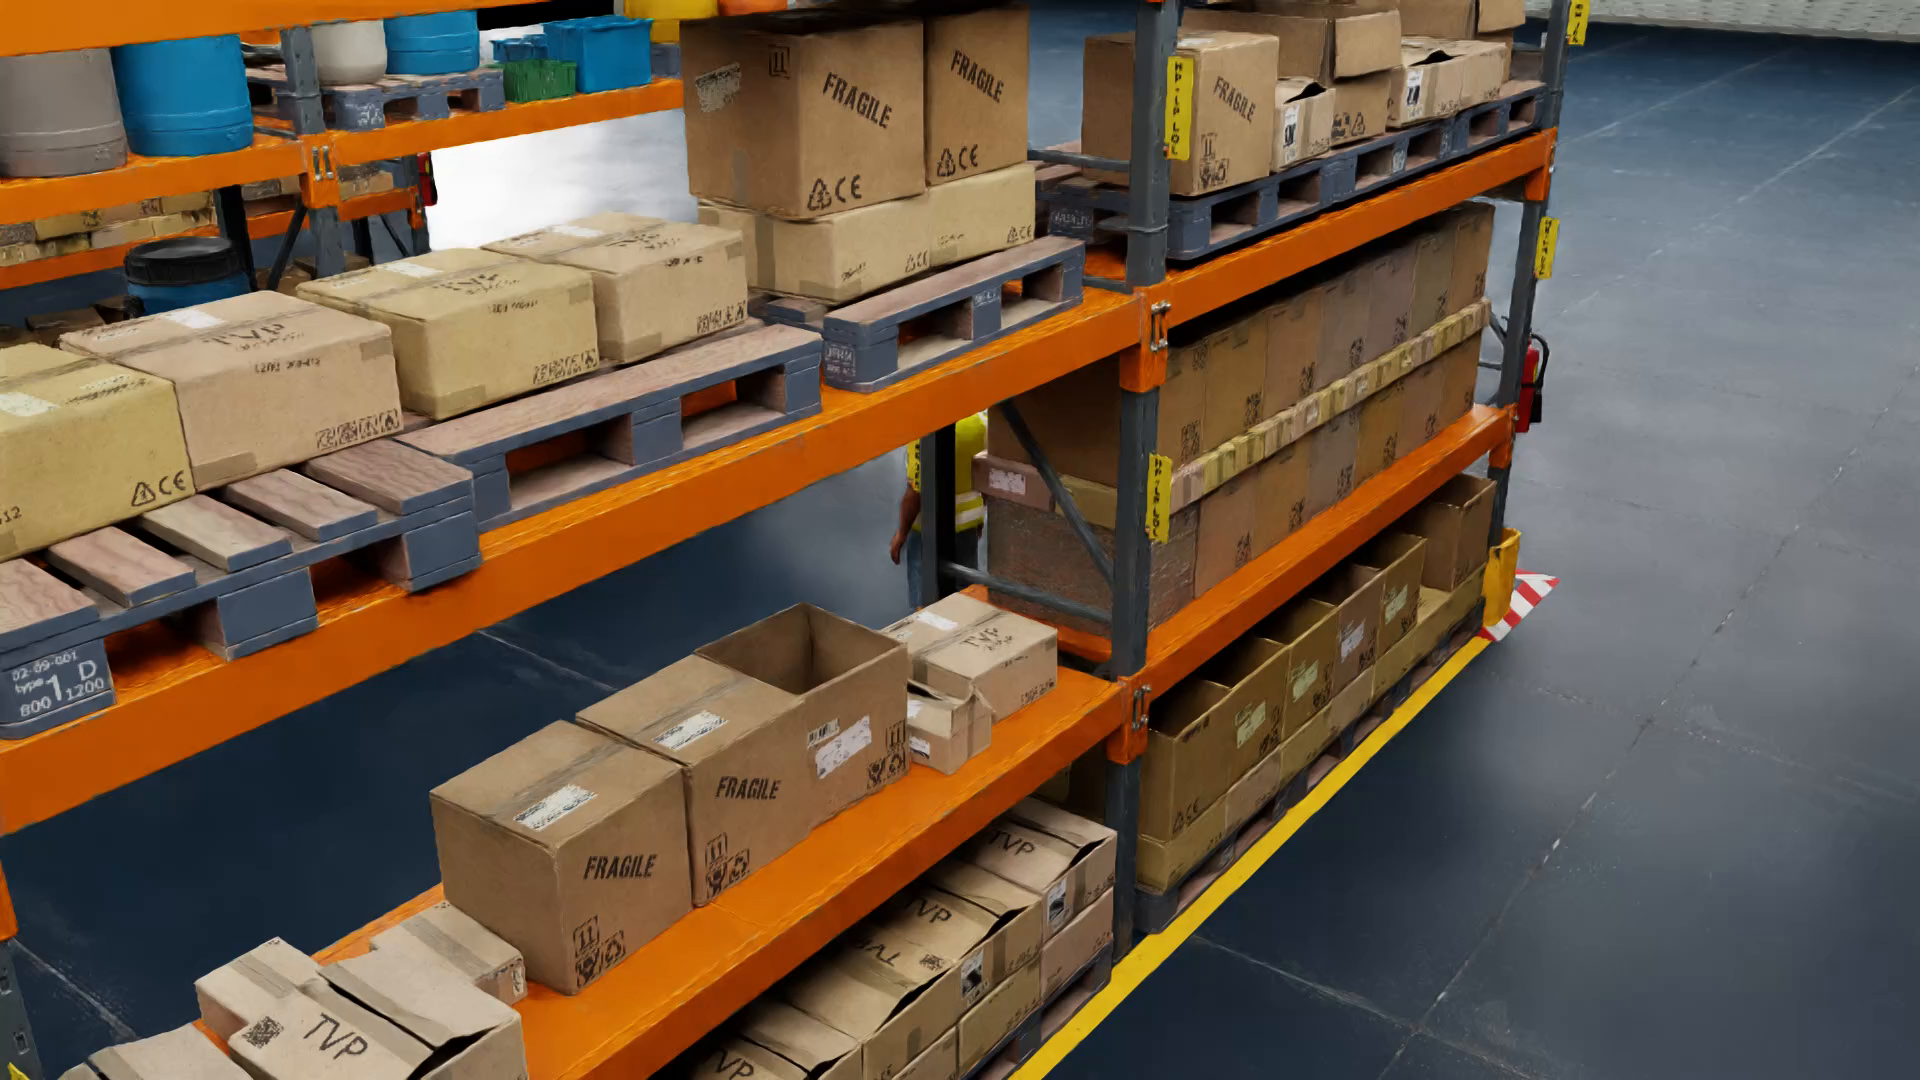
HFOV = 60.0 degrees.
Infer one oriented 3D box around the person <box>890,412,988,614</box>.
[{"bbox_3d":[-0.107,-0.087,8.706,0.631,1.760,0.419,-19,30,-37],"label":"person"}]
